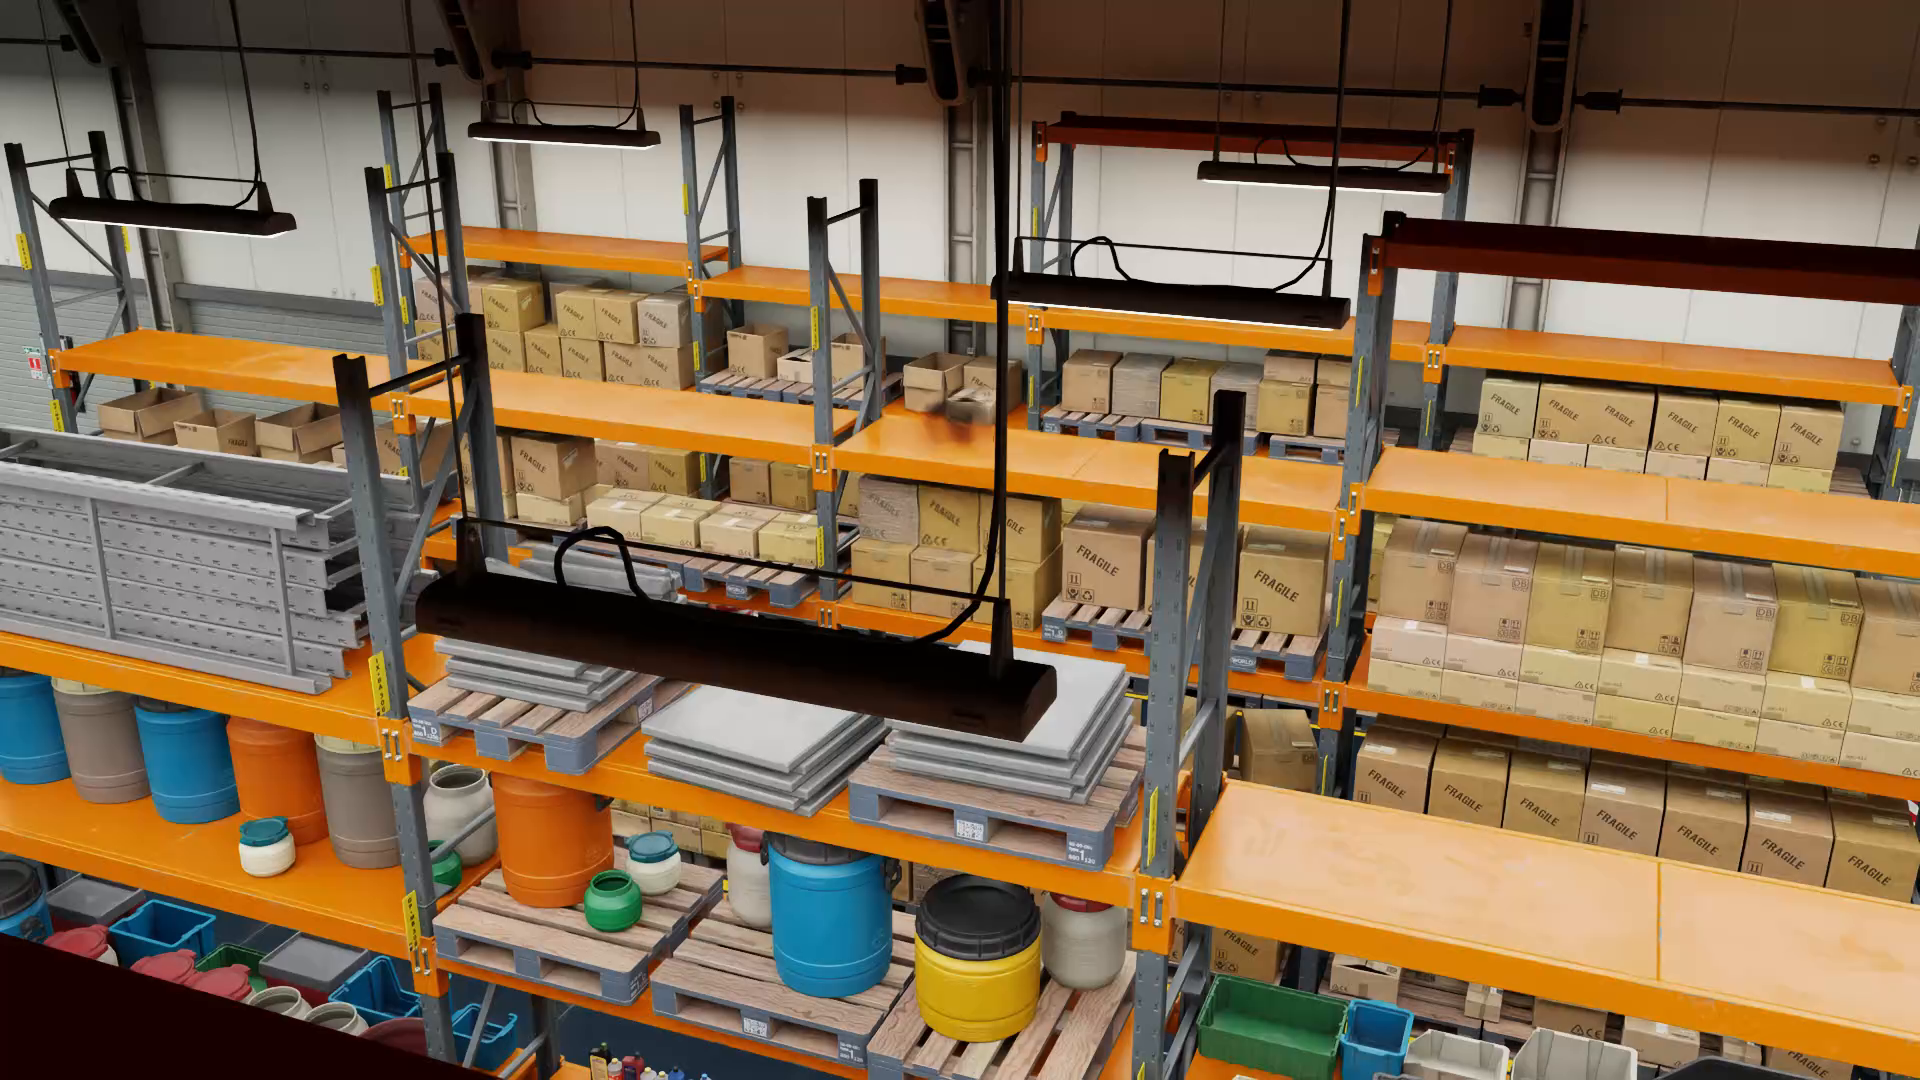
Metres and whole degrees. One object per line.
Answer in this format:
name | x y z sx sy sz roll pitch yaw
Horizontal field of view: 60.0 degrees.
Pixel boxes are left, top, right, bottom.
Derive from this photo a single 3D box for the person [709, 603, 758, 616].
person | -2.402 0.849 17.623 0.562 1.777 0.497 -12 24 -30
